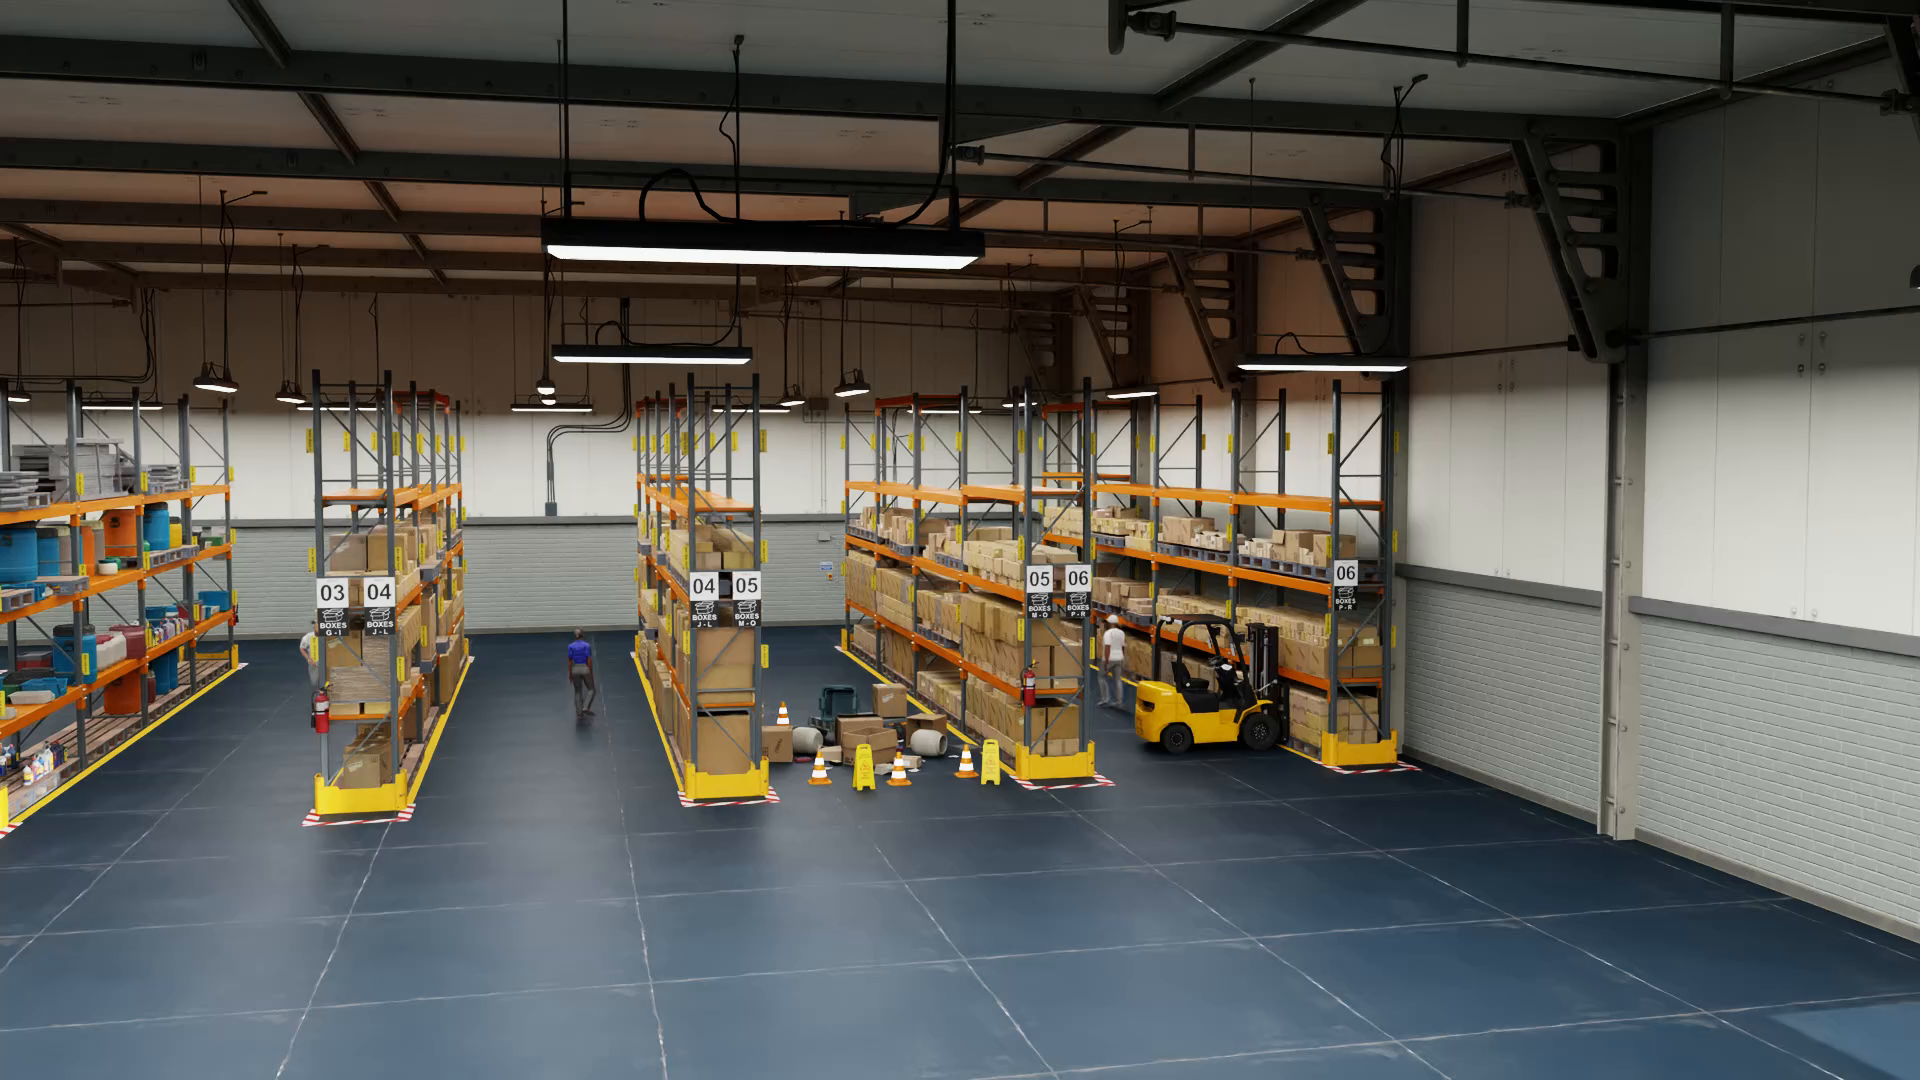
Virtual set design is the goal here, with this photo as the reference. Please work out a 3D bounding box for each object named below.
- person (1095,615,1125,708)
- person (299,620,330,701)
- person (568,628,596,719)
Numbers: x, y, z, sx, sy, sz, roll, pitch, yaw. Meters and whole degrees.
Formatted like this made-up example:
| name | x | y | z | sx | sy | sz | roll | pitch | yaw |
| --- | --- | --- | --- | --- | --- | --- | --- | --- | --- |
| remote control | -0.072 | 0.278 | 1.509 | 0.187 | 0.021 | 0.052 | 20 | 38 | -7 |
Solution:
| name | x | y | z | sx | sy | sz | roll | pitch | yaw |
| --- | --- | --- | --- | --- | --- | --- | --- | --- | --- |
| person | 2.922 | 2.302 | 31.531 | 0.580 | 1.763 | 0.598 | -2 | 4 | -28 |
| person | -12.263 | 2.328 | 31.811 | 0.606 | 1.685 | 0.736 | 0 | 3 | -5 |
| person | -6.876 | 2.433 | 30.178 | 0.513 | 1.647 | 0.477 | 0 | 3 | 1 |
